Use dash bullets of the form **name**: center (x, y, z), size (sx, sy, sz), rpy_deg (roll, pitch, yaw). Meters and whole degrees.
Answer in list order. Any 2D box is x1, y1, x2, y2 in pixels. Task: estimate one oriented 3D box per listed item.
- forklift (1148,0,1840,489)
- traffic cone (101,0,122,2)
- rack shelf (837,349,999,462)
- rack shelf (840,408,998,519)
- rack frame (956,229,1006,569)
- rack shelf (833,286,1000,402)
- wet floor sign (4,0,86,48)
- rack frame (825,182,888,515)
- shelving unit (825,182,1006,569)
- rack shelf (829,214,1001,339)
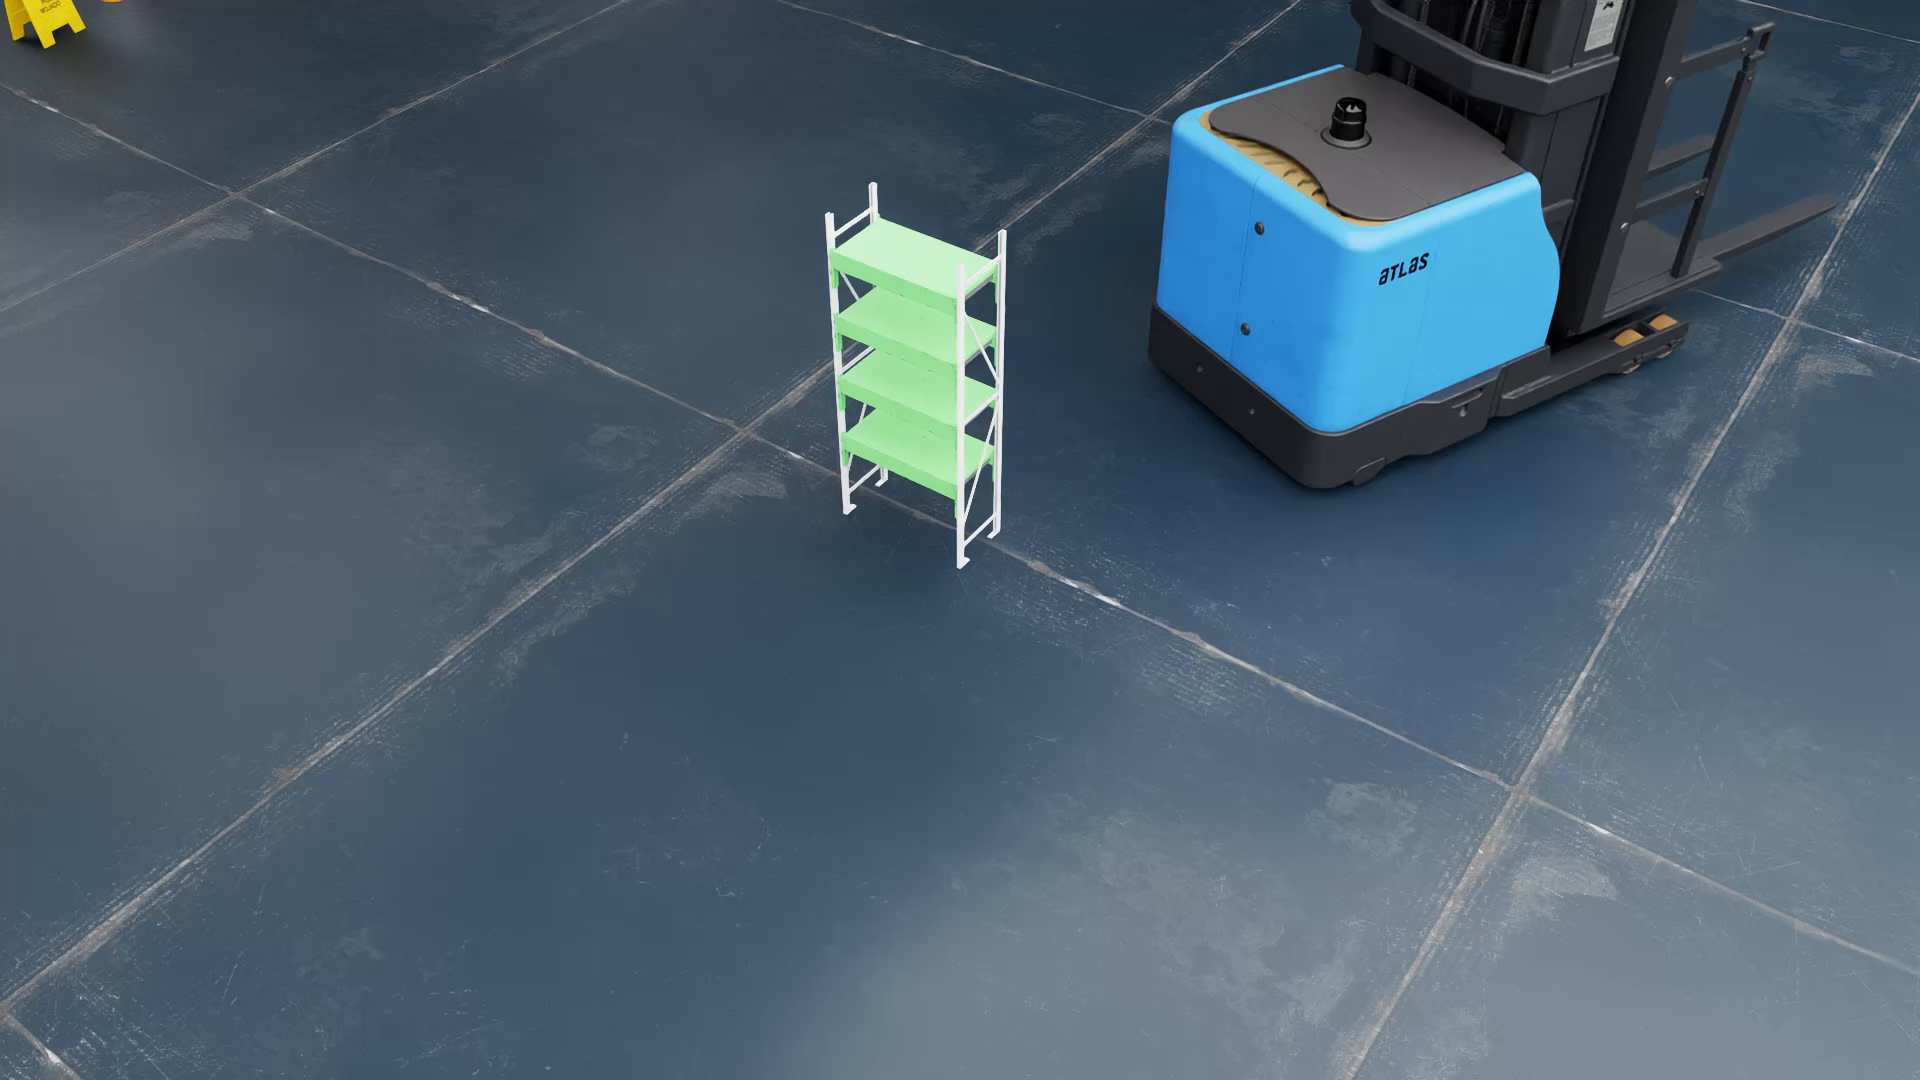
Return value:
- **forklift**: center (2.253, -2.019, 5.809), size (3.031, 2.935, 1.130), rpy_deg (-22, 46, -23)
- **traffic cone**: center (-4.621, -3.216, 8.997), size (0.334, 0.463, 0.336), rpy_deg (25, 48, 25)
- **rack shelf**: center (-0.136, -0.463, 5.463), size (0.480, 0.148, 0.258), rpy_deg (25, 48, 25)
- **rack shelf**: center (-0.136, -0.284, 5.623), size (0.480, 0.148, 0.258), rpy_deg (25, 48, 25)
- **rack frame**: center (0.064, -0.417, 5.316), size (0.015, 1.200, 0.240), rpy_deg (25, 48, 25)
- **rack shelf**: center (-0.136, -0.642, 5.303), size (0.480, 0.148, 0.258), rpy_deg (25, 48, 25)
- **wet floor sign**: center (-4.768, -2.889, 8.495), size (0.232, 0.644, 0.267), rpy_deg (17, 45, 18)
- **rack frame**: center (-0.335, -0.604, 5.525), size (0.015, 1.200, 0.240), rpy_deg (25, 48, 25)
- **shelving unit**: center (-0.136, -0.511, 5.421), size (0.503, 1.200, 0.258), rpy_deg (25, 48, 25)
- **rack shelf**: center (-0.136, -0.821, 5.143), size (0.480, 0.148, 0.258), rpy_deg (25, 48, 25)
